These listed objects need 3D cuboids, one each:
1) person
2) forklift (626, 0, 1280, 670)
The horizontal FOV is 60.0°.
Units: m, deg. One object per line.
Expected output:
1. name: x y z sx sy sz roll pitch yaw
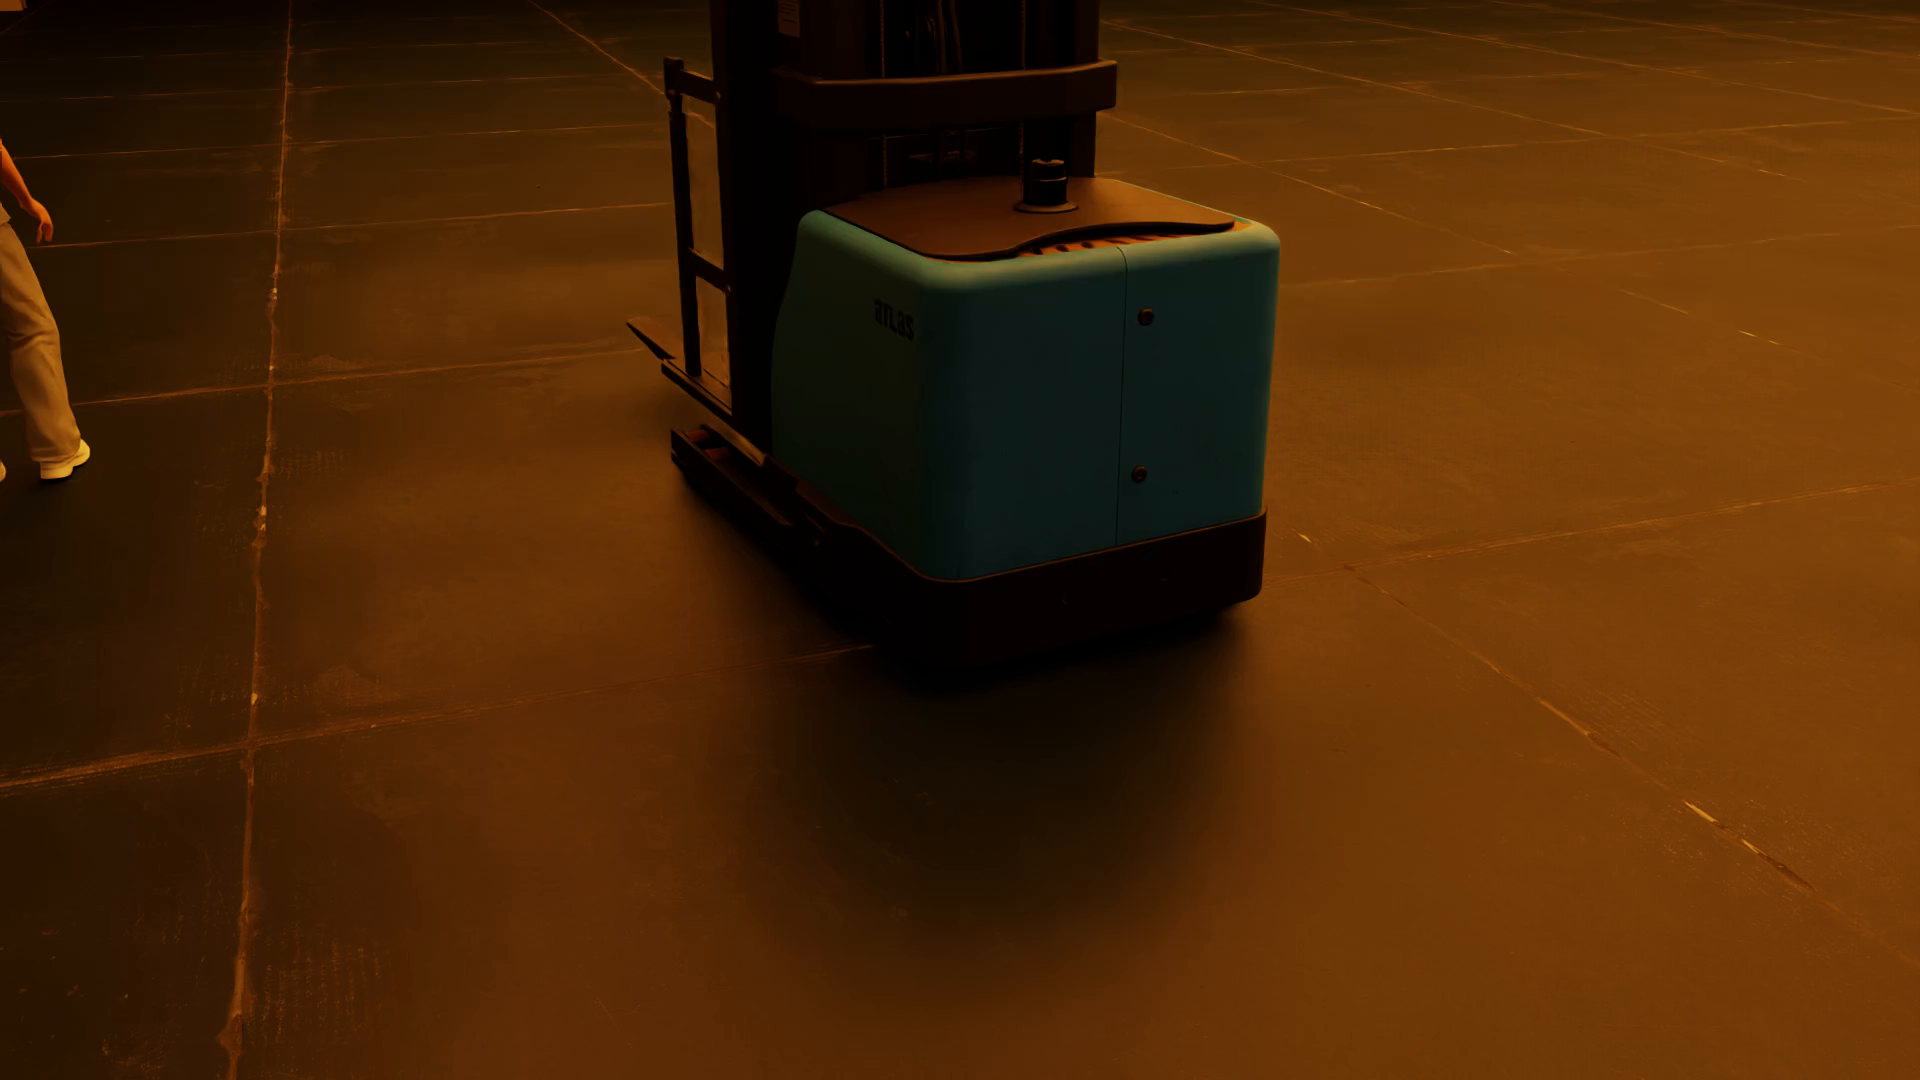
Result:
1. person: -3.183 -0.968 5.258 0.644 1.650 0.483 0 23 -1
2. forklift: -0.310 -1.561 5.010 1.130 2.935 3.031 -12 25 -26
